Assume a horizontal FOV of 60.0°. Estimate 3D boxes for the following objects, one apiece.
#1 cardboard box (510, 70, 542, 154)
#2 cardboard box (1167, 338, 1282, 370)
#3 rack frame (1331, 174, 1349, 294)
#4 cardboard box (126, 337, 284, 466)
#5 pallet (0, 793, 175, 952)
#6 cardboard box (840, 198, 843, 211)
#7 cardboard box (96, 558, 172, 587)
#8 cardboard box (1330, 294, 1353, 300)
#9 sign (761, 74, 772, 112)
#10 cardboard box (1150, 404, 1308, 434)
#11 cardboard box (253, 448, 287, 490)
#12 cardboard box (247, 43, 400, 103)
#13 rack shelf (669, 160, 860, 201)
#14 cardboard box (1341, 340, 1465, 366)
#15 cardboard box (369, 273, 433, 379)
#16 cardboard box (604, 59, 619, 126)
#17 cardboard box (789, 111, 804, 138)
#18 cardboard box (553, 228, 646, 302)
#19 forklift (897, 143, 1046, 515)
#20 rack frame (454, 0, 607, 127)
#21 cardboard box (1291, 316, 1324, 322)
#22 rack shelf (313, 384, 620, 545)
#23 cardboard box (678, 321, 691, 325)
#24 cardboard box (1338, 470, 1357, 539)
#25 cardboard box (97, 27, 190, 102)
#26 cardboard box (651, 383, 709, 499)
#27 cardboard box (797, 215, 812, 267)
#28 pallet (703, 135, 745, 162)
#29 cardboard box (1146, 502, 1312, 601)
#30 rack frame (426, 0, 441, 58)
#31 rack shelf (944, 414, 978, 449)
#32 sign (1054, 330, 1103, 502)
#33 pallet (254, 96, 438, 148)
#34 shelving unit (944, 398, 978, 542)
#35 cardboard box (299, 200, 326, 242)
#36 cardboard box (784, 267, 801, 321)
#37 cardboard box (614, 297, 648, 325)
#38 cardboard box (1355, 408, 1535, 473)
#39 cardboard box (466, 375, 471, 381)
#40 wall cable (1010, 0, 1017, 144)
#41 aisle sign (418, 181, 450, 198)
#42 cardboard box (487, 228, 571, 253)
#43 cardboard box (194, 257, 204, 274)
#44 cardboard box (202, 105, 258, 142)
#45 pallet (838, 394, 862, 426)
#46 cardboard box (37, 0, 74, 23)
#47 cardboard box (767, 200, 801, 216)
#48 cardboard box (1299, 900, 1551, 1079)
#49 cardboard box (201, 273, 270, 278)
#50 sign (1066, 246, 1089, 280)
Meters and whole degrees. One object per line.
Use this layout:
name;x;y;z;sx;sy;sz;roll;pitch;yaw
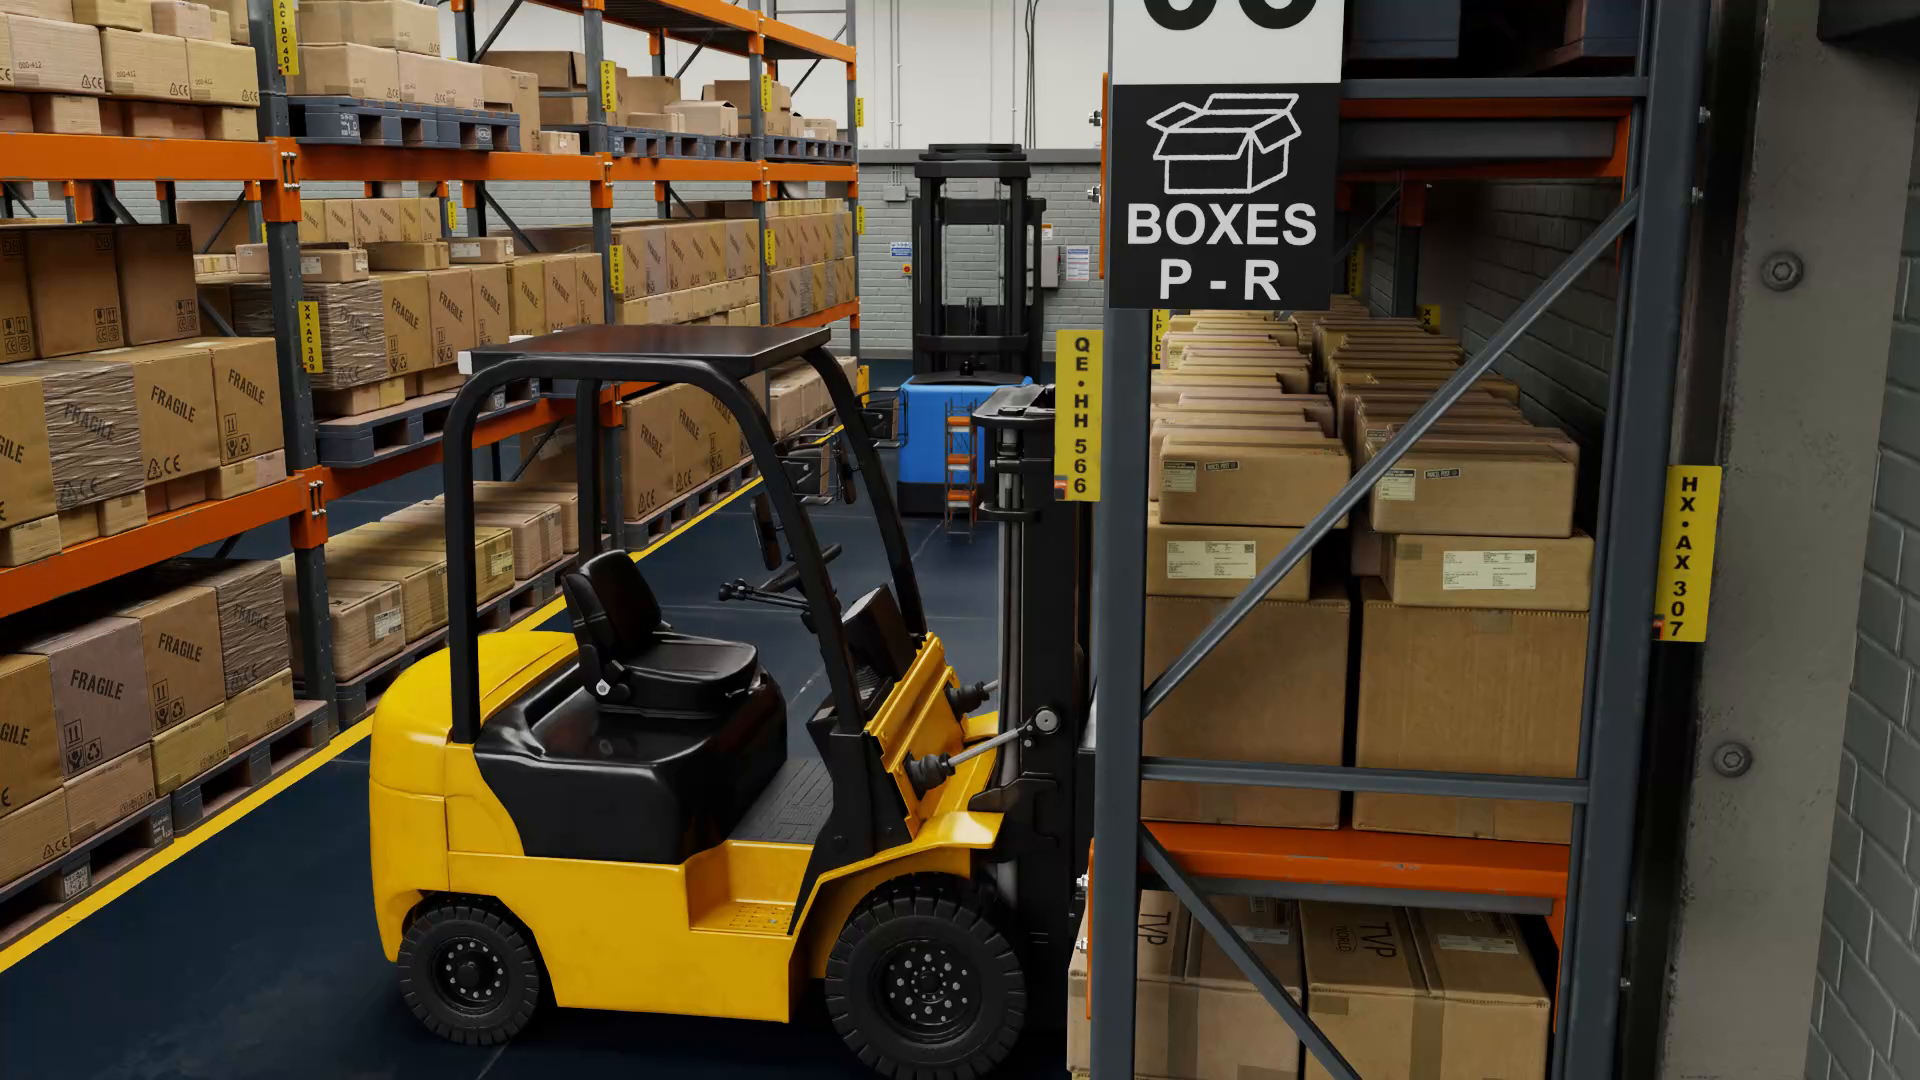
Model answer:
cardboard box;-3.066;-2.676;10.431;0.700;0.500;0.500;2;12;9
cardboard box;0.902;-0.603;5.690;0.380;0.149;0.250;2;12;8
rack frame;1.995;-1.197;10.929;1.000;3.000;0.127;2;12;9
cardboard box;-3.348;-0.618;7.299;0.500;0.500;0.500;2;12;7
pallet;-3.779;1.234;6.266;1.003;0.211;1.213;2;12;9
cardboard box;-1.537;-3.796;18.838;0.380;0.149;0.250;2;12;9
cardboard box;-3.883;0.362;7.445;0.500;0.500;0.500;2;12;11
cardboard box;2.215;-1.431;10.236;0.380;0.149;0.250;2;12;10
sign;-1.758;-4.047;15.060;0.100;0.325;0.005;2;12;9
cardboard box;0.632;-0.232;3.969;0.380;0.149;0.250;2;12;10
cardboard box;-3.274;-0.325;7.478;0.380;0.149;0.250;2;12;8
cardboard box;-3.040;-2.232;7.968;0.500;0.250;0.500;2;12;7
rack shelf;-1.988;-3.721;17.227;1.077;0.370;4.000;2;12;9
cardboard box;1.486;-0.586;5.609;0.380;0.149;0.250;2;12;8
cardboard box;-3.094;-1.117;8.616;0.500;0.500;0.500;2;12;9
cardboard box;-2.946;-3.290;12.286;0.700;0.500;0.500;1;12;6
cardboard box;-1.960;-4.390;17.599;0.500;0.311;0.500;2;12;10
cardboard box;-2.593;-1.990;11.995;0.500;0.500;0.500;1;12;7
forklift;0.165;-1.889;14.304;1.130;2.935;3.031;1;12;6
rack frame;-2.911;-4.290;11.040;1.000;3.000;0.127;2;12;9
cardboard box;1.894;-1.061;8.517;0.380;0.149;0.250;2;12;8
rack shelf;-3.218;-0.589;9.816;1.077;0.370;4.000;2;12;9
cardboard box;-2.439;-1.594;13.127;0.500;0.250;0.500;2;12;11
cardboard box;1.093;-0.066;3.903;0.380;0.149;0.250;2;12;8
cardboard box;-3.404;-1.857;6.521;0.500;0.250;0.500;2;12;8
cardboard box;-2.581;-0.851;13.367;0.875;0.875;0.875;2;12;9
cardboard box;-1.809;-3.030;16.823;0.500;0.500;0.500;2;12;10
pallet;-2.388;-3.370;14.347;0.805;0.209;1.217;1;12;6
cardboard box;0.541;0.021;3.500;0.380;0.149;0.250;2;12;9
rack frame;-6.587;-6.095;19.414;1.000;3.000;0.127;2;12;9
rack shelf;0.008;-0.791;12.377;0.215;0.259;0.240;2;12;9
sign;0.230;-0.234;3.150;0.100;0.325;0.005;2;12;9
pallet;-3.326;-2.024;8.092;1.213;0.211;1.003;2;12;9
shelving unit;0.008;-0.524;12.434;0.215;1.050;0.252;2;12;9
cardboard box;-6.827;-3.207;16.937;0.500;0.500;0.500;2;12;7
cardboard box;-1.883;-2.433;16.424;0.500;0.500;0.500;2;12;9
cardboard box;-2.589;-1.626;12.087;0.500;0.250;0.500;2;12;8
cardboard box;1.127;-0.215;3.889;0.380;0.149;0.250;2;12;10
cardboard box;-2.901;-0.982;9.531;0.380;0.149;0.250;2;12;11
wall cable;-0.341;-7.124;24.188;2.355;3.000;0.029;2;12;9
aisle sign;-6.279;-4.438;19.797;0.394;0.787;0.004;2;12;9
cardboard box;-3.089;-2.011;12.095;0.500;0.500;0.500;2;12;7
cardboard box;-7.153;-2.503;15.176;0.380;0.149;0.250;1;12;7
cardboard box;-3.272;-1.793;7.167;0.380;0.149;0.250;2;12;9
pallet;-1.726;-1.491;18.909;1.003;0.211;1.213;2;12;9
cardboard box;-3.504;-1.968;6.087;0.380;0.149;0.250;2;12;8
cardboard box;-1.801;-3.315;16.603;0.380;0.149;0.250;2;12;7
cardboard box;1.025;1.024;3.778;0.500;0.250;0.500;2;12;8
cardboard box;-3.606;-1.131;8.682;0.500;0.500;0.500;2;12;9
sign;1.737;-4.079;24.528;0.329;0.494;0.001;2;12;9
